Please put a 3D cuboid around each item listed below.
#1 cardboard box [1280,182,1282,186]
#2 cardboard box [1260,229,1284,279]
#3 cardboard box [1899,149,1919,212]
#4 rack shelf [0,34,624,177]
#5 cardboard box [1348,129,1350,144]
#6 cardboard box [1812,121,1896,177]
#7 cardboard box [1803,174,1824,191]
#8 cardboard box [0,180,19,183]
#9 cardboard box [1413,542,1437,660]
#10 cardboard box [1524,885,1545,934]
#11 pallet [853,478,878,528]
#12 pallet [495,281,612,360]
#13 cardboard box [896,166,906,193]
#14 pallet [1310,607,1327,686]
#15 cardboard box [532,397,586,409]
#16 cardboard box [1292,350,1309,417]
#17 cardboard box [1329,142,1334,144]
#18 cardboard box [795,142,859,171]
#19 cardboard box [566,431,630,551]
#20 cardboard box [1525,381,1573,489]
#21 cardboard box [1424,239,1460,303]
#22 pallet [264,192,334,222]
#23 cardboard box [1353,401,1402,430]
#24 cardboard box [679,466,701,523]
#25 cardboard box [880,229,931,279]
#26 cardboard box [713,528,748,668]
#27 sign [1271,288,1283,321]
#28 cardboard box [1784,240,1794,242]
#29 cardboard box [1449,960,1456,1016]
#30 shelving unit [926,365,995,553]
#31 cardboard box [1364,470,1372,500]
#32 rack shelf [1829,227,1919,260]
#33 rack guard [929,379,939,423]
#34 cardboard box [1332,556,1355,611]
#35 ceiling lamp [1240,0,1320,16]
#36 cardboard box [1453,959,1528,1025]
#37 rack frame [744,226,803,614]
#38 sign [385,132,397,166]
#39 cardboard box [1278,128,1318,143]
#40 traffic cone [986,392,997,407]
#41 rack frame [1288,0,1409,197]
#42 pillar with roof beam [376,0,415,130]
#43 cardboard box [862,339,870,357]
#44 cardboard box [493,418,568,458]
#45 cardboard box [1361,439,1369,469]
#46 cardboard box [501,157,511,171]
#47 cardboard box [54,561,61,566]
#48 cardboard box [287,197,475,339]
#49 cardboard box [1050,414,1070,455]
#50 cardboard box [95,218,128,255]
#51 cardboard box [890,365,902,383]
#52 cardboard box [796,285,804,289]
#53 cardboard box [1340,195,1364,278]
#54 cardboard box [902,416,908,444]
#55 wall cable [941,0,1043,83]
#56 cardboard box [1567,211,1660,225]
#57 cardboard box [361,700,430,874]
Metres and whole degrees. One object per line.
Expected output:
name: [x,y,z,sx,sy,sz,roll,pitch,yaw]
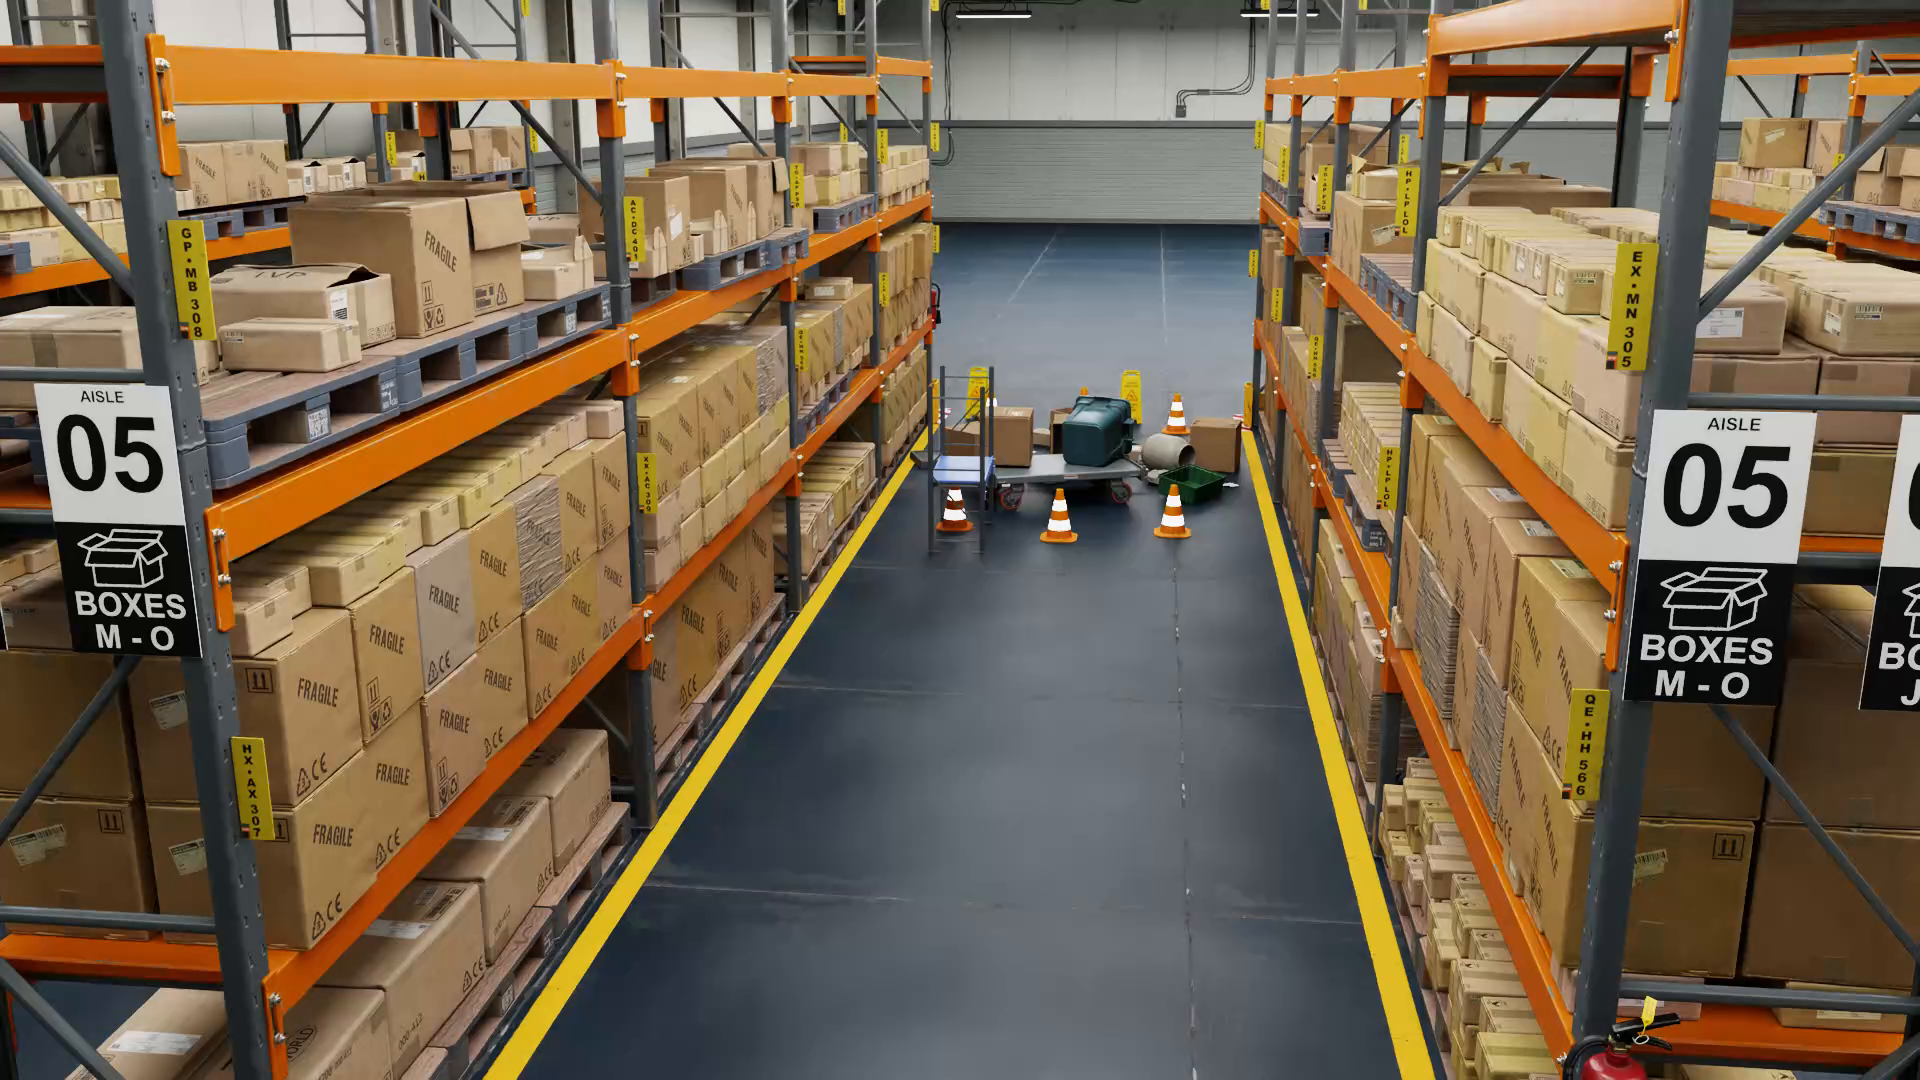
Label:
cardboard box: [3.407,-3.627,16.656,0.380,0.149,0.250,2,15,7]
cardboard box: [3.999,-3.349,19.533,0.875,0.550,0.550,2,15,6]
cardboard box: [8.288,-2.978,13.767,0.797,0.503,0.637,2,15,9]
rack shelf: [-2.430,-1.695,6.422,1.077,0.370,4.000,2,15,6]
cardboard box: [4.092,-4.058,16.721,0.380,0.149,0.250,1,15,5]
cardboard box: [8.342,-3.646,15.522,0.500,0.500,0.500,1,15,5]
cardboard box: [8.358,-3.436,15.987,0.380,0.149,0.250,1,15,3]
cardboard box: [-7.086,-2.536,12.089,0.380,0.149,0.250,2,15,6]
cardboard box: [2.370,0.320,7.560,0.500,0.500,0.500,2,15,6]
cardboard box: [2.109,1.199,5.551,0.380,0.149,0.250,2,15,6]
pallet: [-1.388,-0.385,16.268,1.003,0.211,1.213,2,15,6]
pallet: [-2.307,-1.051,7.814,1.003,0.211,1.213,2,15,6]
cardboard box: [-0.862,-3.821,17.607,0.500,0.250,0.500,2,15,7]
pallet: [3.087,0.773,11.986,1.003,0.211,1.213,2,15,6]
cardboard box: [-2.404,-0.512,9.289,0.500,0.500,0.500,2,15,8]
cardboard box: [3.129,-1.341,14.270,0.500,0.500,0.500,2,15,7]
cardboard box: [4.073,-3.964,17.136,0.500,0.250,0.500,2,15,6]
cardboard box: [-1.241,-3.598,15.589,0.500,0.250,0.500,2,15,8]
cardboard box: [-1.983,-0.258,8.351,0.500,0.500,0.500,2,15,6]
cardboard box: [2.113,-0.335,5.282,0.500,0.250,0.500,2,15,6]
cardboard box: [2.433,-1.237,7.662,0.500,0.250,0.500,2,15,8]
pallet: [-6.321,-3.204,15.974,0.805,0.209,1.217,1,15,4]
cardboard box: [2.842,-0.828,11.103,0.380,0.149,0.250,1,15,4]
cardboard box: [-1.844,-0.268,9.826,0.500,0.250,0.500,2,15,7]
cardboard box: [-0.711,-3.239,18.806,0.700,0.500,0.500,2,15,6]
cardboard box: [-2.018,0.336,11.528,0.875,0.875,0.875,2,15,7]
sign: [3.076,-2.285,16.144,0.100,0.325,0.005,2,15,6]
cardboard box: [8.545,-2.959,17.769,0.500,0.500,0.500,2,15,6]
cardboard box: [2.200,1.848,6.755,0.380,0.149,0.250,2,15,9]
shelving unit: [0.017,-0.751,15.127,0.538,1.500,1.048,1,16,5]
cardboard box: [2.747,-0.336,10.421,0.380,0.149,0.250,1,15,4]
rack shelf: [8.319,-2.223,13.355,1.077,0.370,4.000,2,15,6]
rack guard: [-0.859,-1.744,20.741,1.175,0.500,0.348,2,15,6]
cardboard box: [2.733,0.298,10.950,0.500,0.250,0.500,2,15,7]
ceiling lamp: [8.254,-15.096,42.656,2.000,3.185,0.800,2,15,6]
cardboard box: [2.138,1.770,6.475,0.380,0.149,0.250,2,15,8]
rack frame: [-1.753,-0.895,12.814,1.000,3.000,0.127,2,15,6]
sign: [-5.694,-3.914,16.638,0.100,0.325,0.005,2,15,6]
cardboard box: [3.466,-4.143,17.035,0.380,0.149,0.250,2,15,6]
traffic cone: [0.383,-1.596,20.265,0.336,0.463,0.334,2,15,6]
rack frame: [3.628,-4.709,15.425,1.000,3.000,0.127,2,15,6]
pillar with roof beam: [-2.479,-5.730,19.203,9.100,9.000,0.400,2,15,6]
cardboard box: [-1.086,-1.872,16.105,0.380,0.149,0.250,2,15,7]
cardboard box: [-2.098,-0.483,7.940,0.380,0.149,0.250,2,15,6]
cardboard box: [2.779,-0.547,10.634,0.380,0.149,0.250,2,15,6]
cardboard box: [-5.575,-4.469,19.770,0.380,0.149,0.250,1,15,5]
cardboard box: [-6.643,0.345,12.212,0.500,0.500,0.500,2,15,9]
cardboard box: [-2.279,-1.086,6.585,0.500,0.500,0.500,2,15,7]
cardboard box: [1.370,-1.058,17.937,0.797,0.637,0.503,2,15,6]
cardboard box: [-6.502,-2.276,12.460,0.500,0.250,0.500,1,15,4]
cardboard box: [-0.837,-1.792,17.915,0.380,0.149,0.250,2,15,8]
cardboard box: [-1.640,-2.214,16.125,0.500,0.500,0.500,2,15,8]
cardboard box: [2.799,-2.002,10.968,0.500,0.500,0.500,2,15,6]
cardboard box: [-0.861,-1.229,18.514,0.500,0.250,0.500,1,15,6]
wall cable: [0.963,-15.222,50.580,3.097,2.526,0.112,2,15,6]
cardboard box: [2.942,-1.389,7.461,0.380,0.149,0.250,2,15,8]
cardboard box: [-2.287,0.883,6.045,0.500,0.500,0.500,1,15,5]
